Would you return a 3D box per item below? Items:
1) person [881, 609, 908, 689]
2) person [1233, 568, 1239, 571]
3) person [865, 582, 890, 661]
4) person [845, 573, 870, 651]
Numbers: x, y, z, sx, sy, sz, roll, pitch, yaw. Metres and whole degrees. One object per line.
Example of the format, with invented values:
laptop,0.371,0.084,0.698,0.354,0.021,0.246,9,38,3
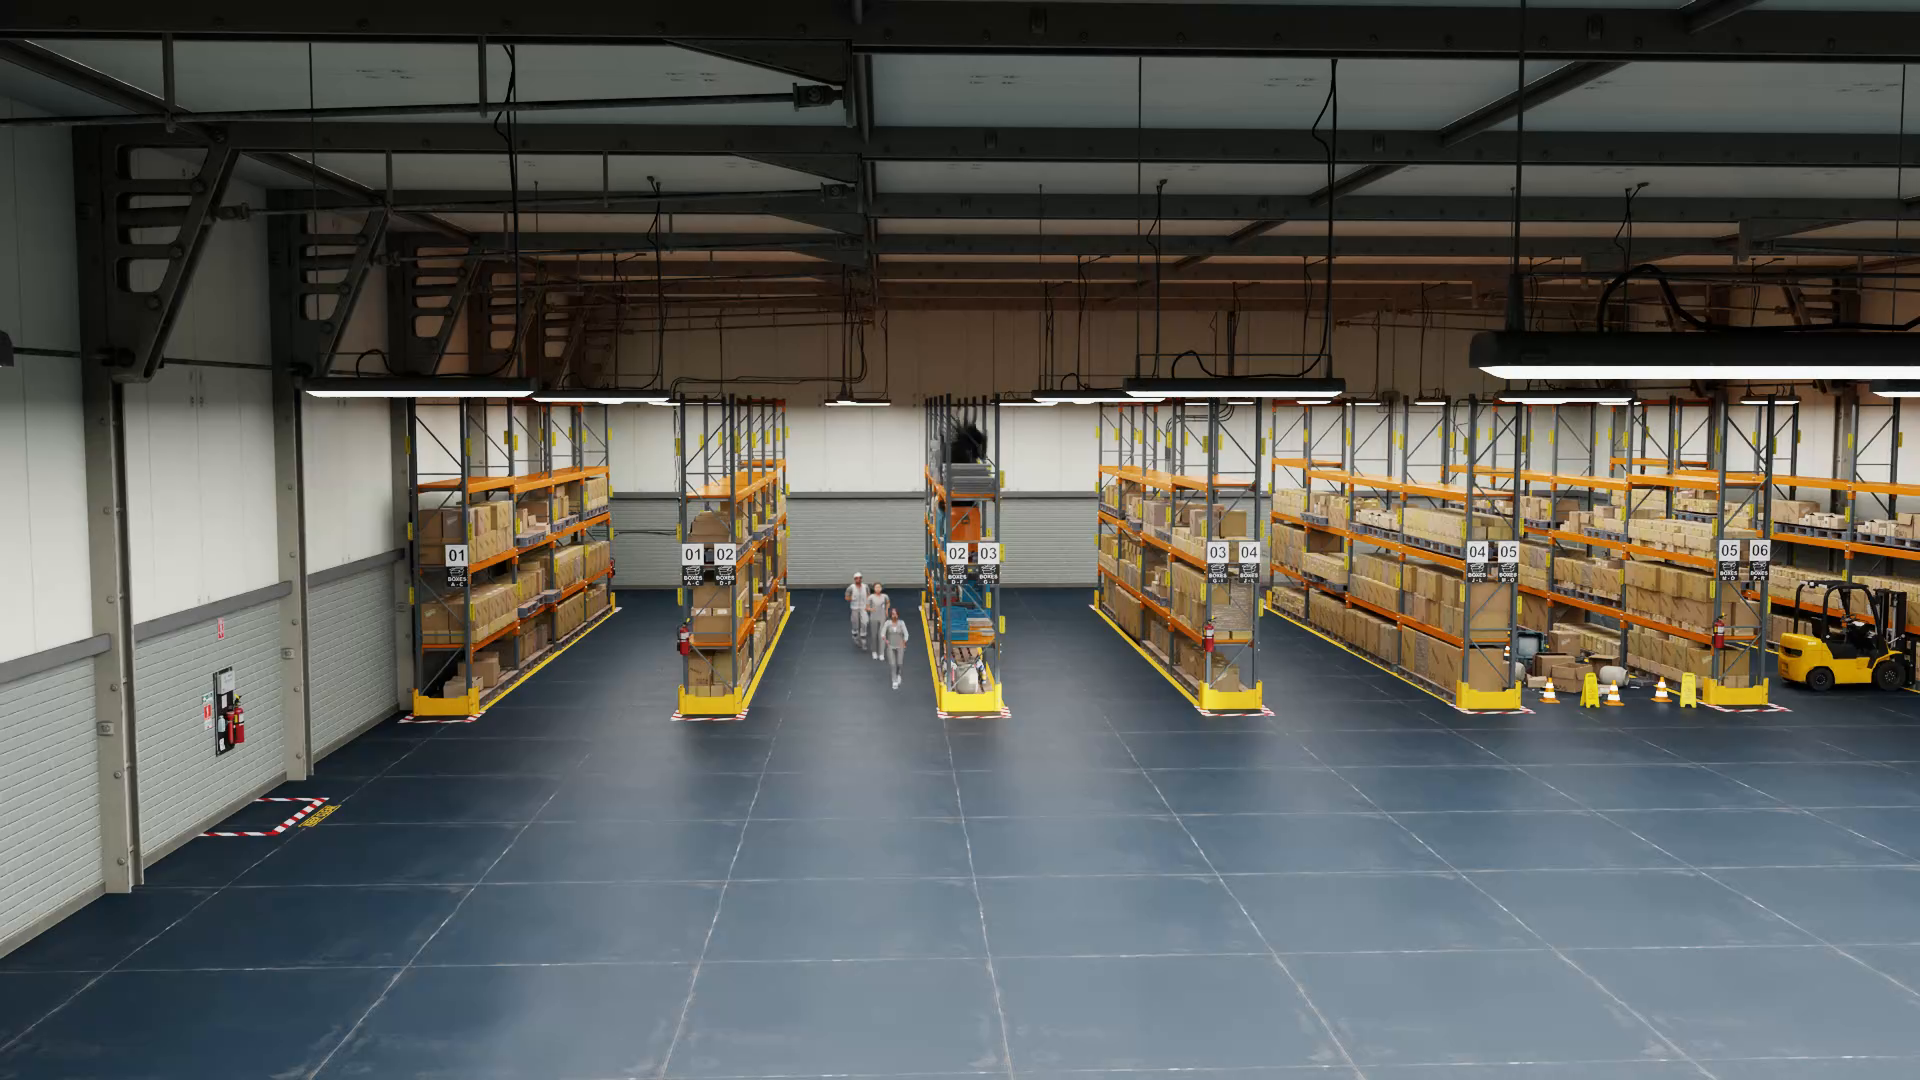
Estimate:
person,-1.273,2.112,32.348,0.537,1.567,0.499,0,5,-2
person,7.921,1.069,48.310,0.944,1.652,0.645,-3,6,-36
person,-1.758,1.754,35.816,0.571,1.694,0.909,-1,5,-12
person,-2.425,1.688,39.644,0.642,1.833,0.893,-1,5,-12
